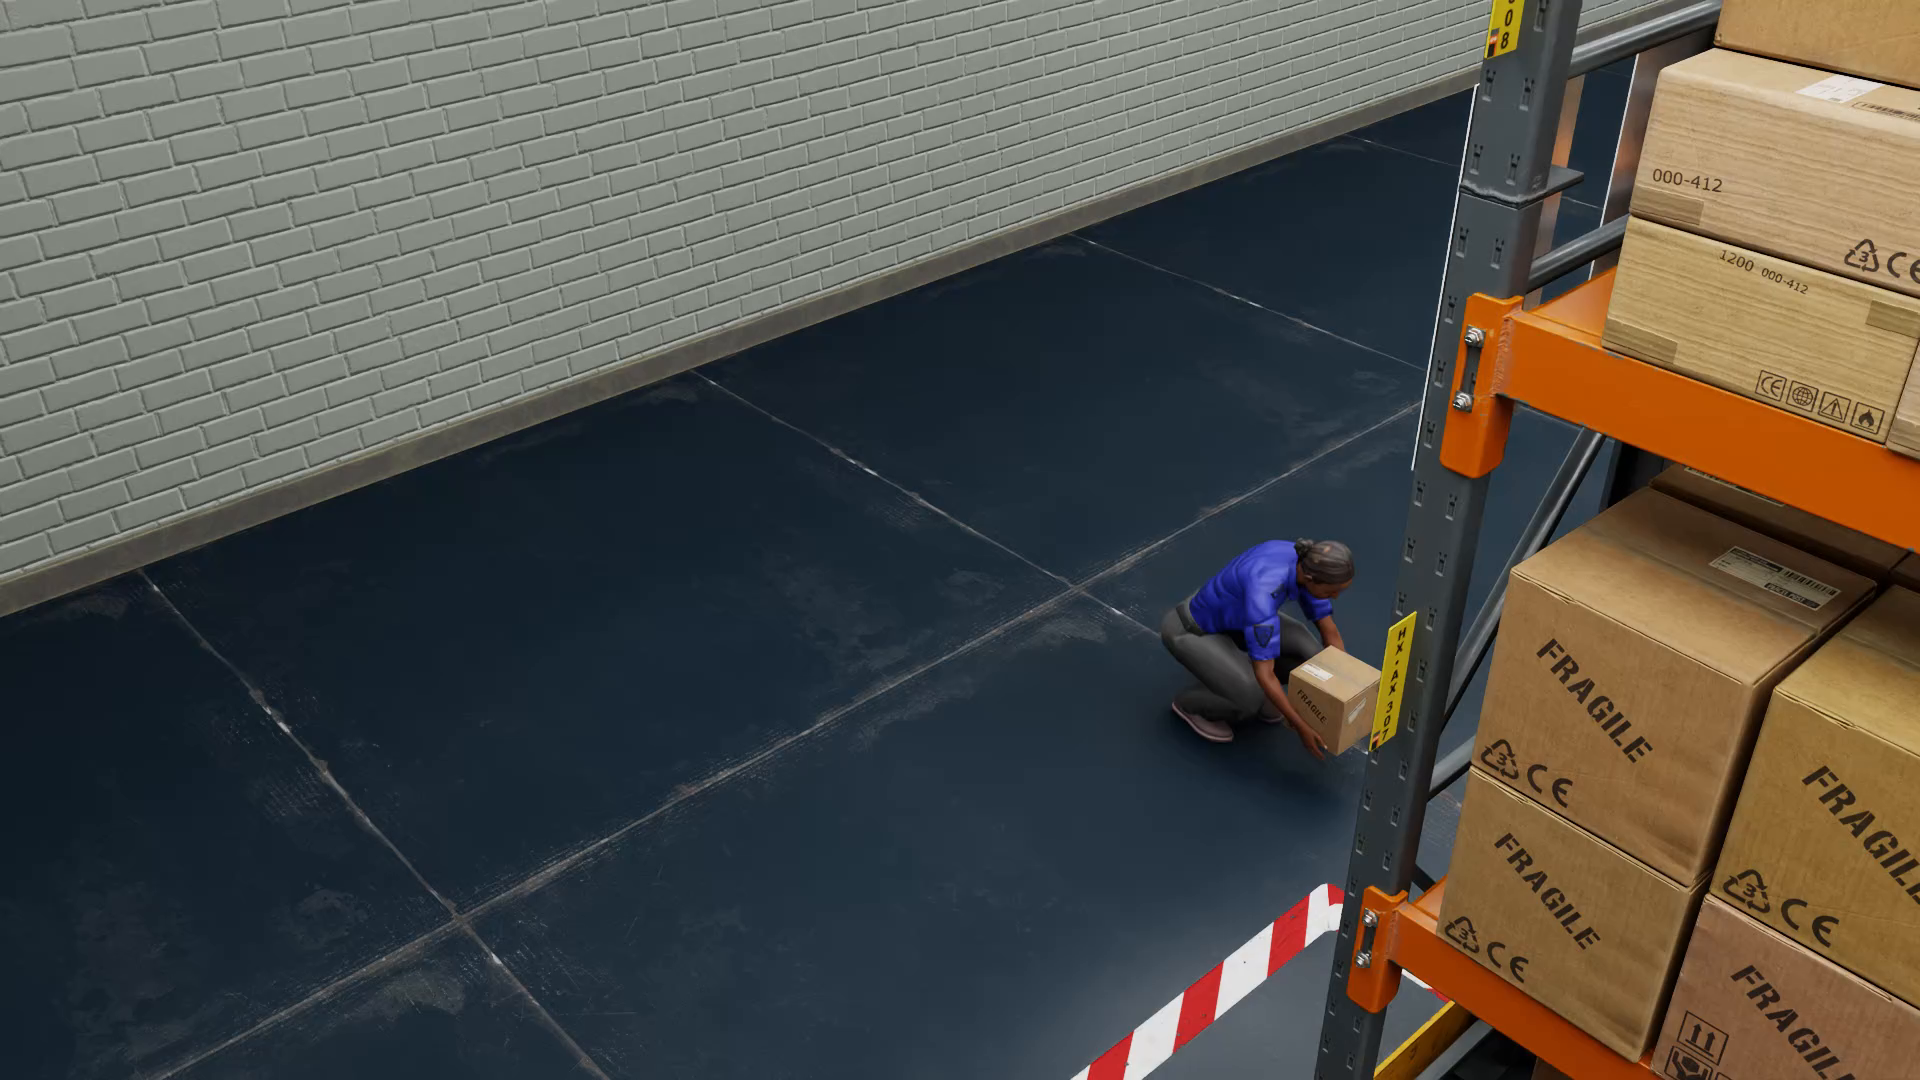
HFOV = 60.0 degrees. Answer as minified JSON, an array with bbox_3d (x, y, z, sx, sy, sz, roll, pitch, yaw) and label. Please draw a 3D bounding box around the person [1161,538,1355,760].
[{"bbox_3d":[1.154,0.356,6.271,0.469,0.935,0.827,-27,41,-36],"label":"person"}]
